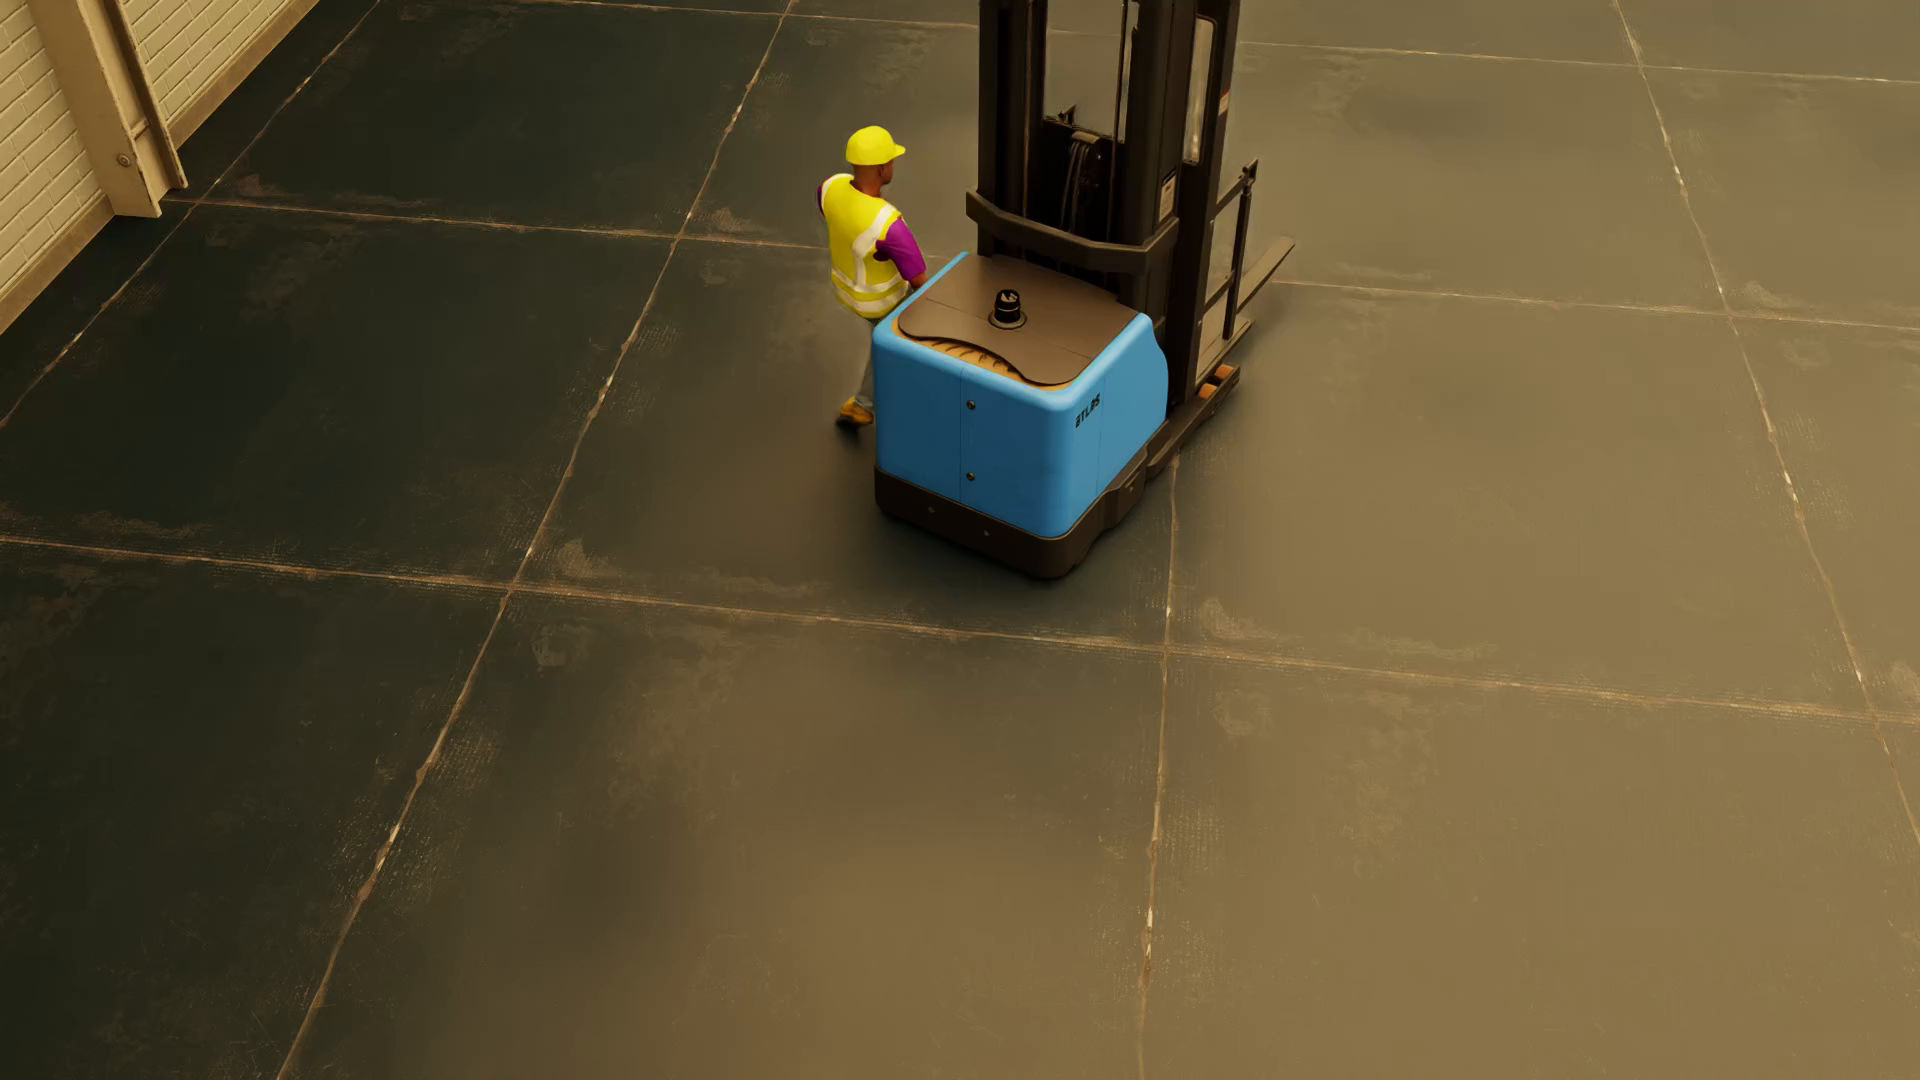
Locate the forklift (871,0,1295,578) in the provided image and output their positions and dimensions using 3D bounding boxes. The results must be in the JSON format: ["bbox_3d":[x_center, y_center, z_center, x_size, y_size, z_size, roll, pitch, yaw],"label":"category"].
[{"bbox_3d":[0.806,-1.877,7.768,1.130,2.935,3.031,23,47,23],"label":"forklift"}]

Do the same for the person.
[{"bbox_3d":[-0.264,-1.279,8.018,0.716,1.663,0.802,-24,48,-24],"label":"person"}]
